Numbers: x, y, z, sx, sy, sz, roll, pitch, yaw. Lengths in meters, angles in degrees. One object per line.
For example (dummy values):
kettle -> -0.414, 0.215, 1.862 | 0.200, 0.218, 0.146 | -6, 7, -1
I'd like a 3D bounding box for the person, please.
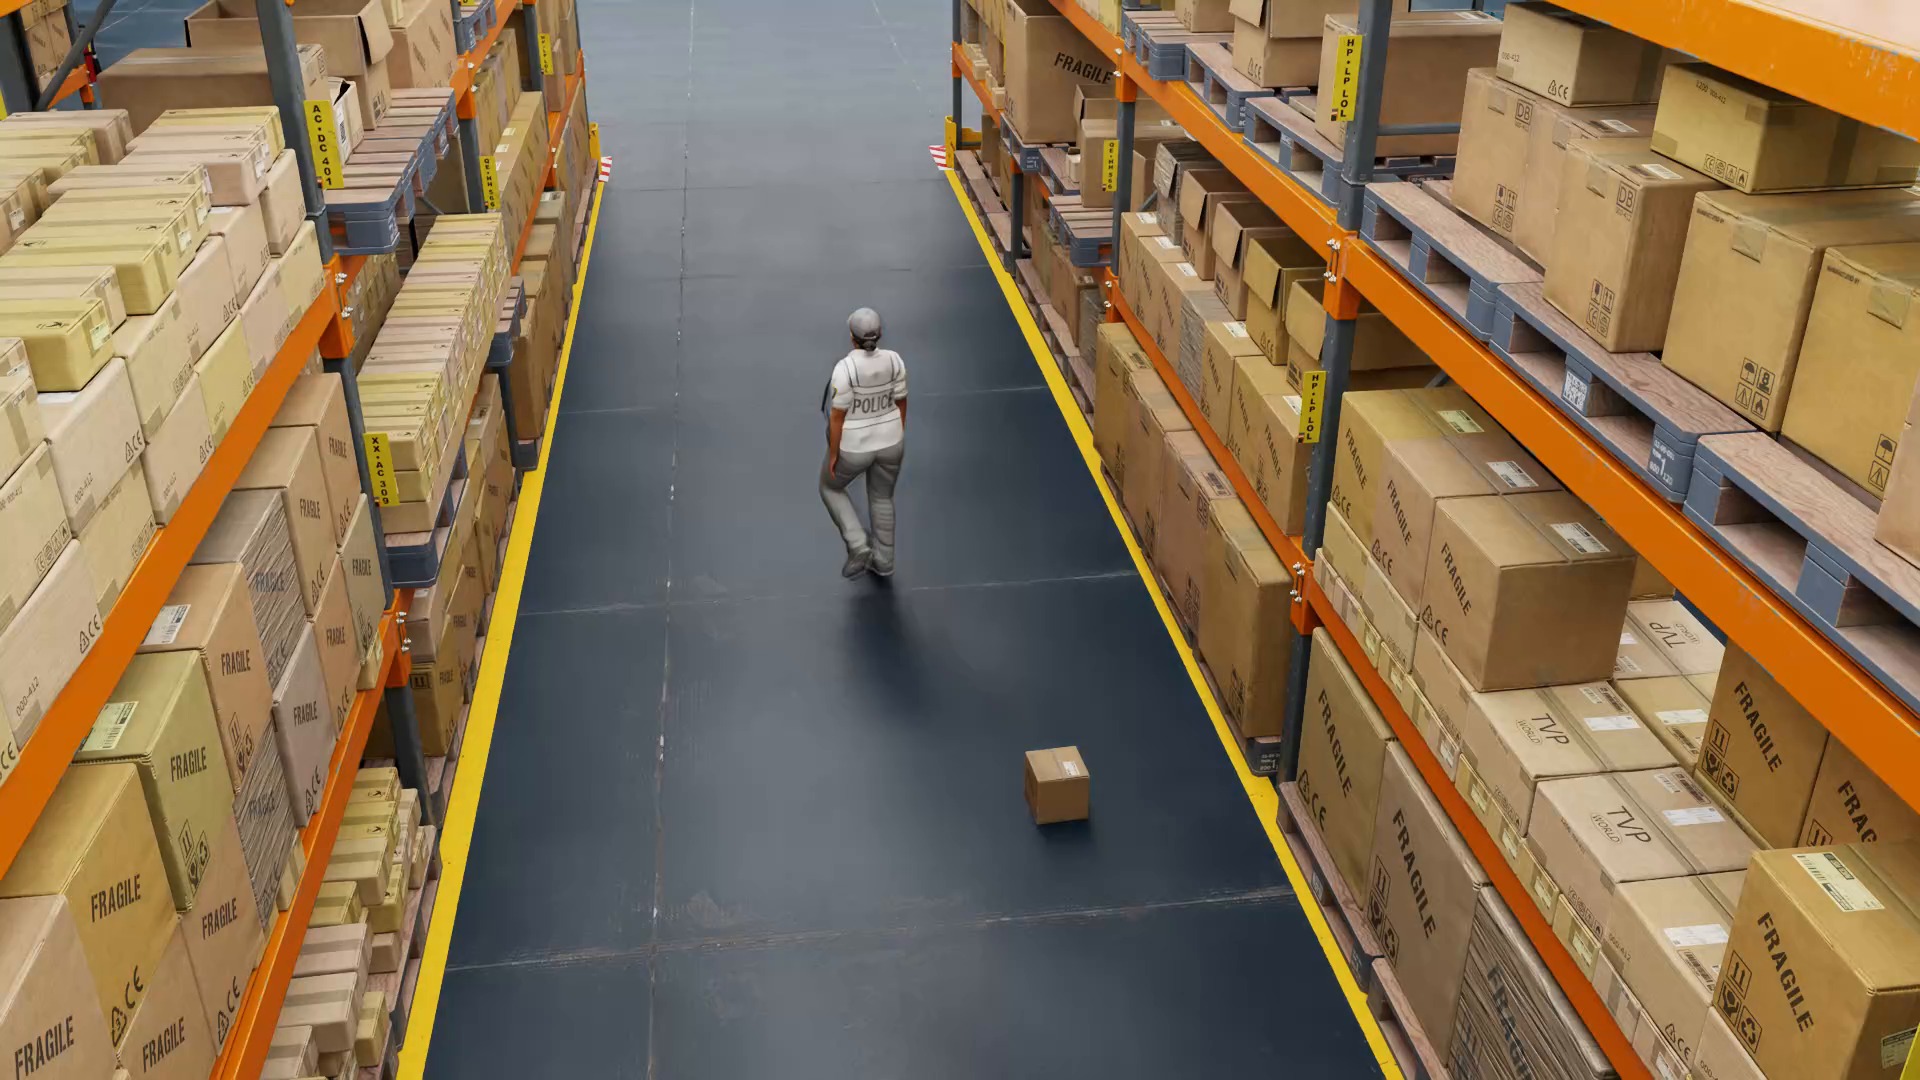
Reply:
person -> -0.563, -0.562, 9.660 | 0.512, 1.676, 0.465 | -13, 30, -24
